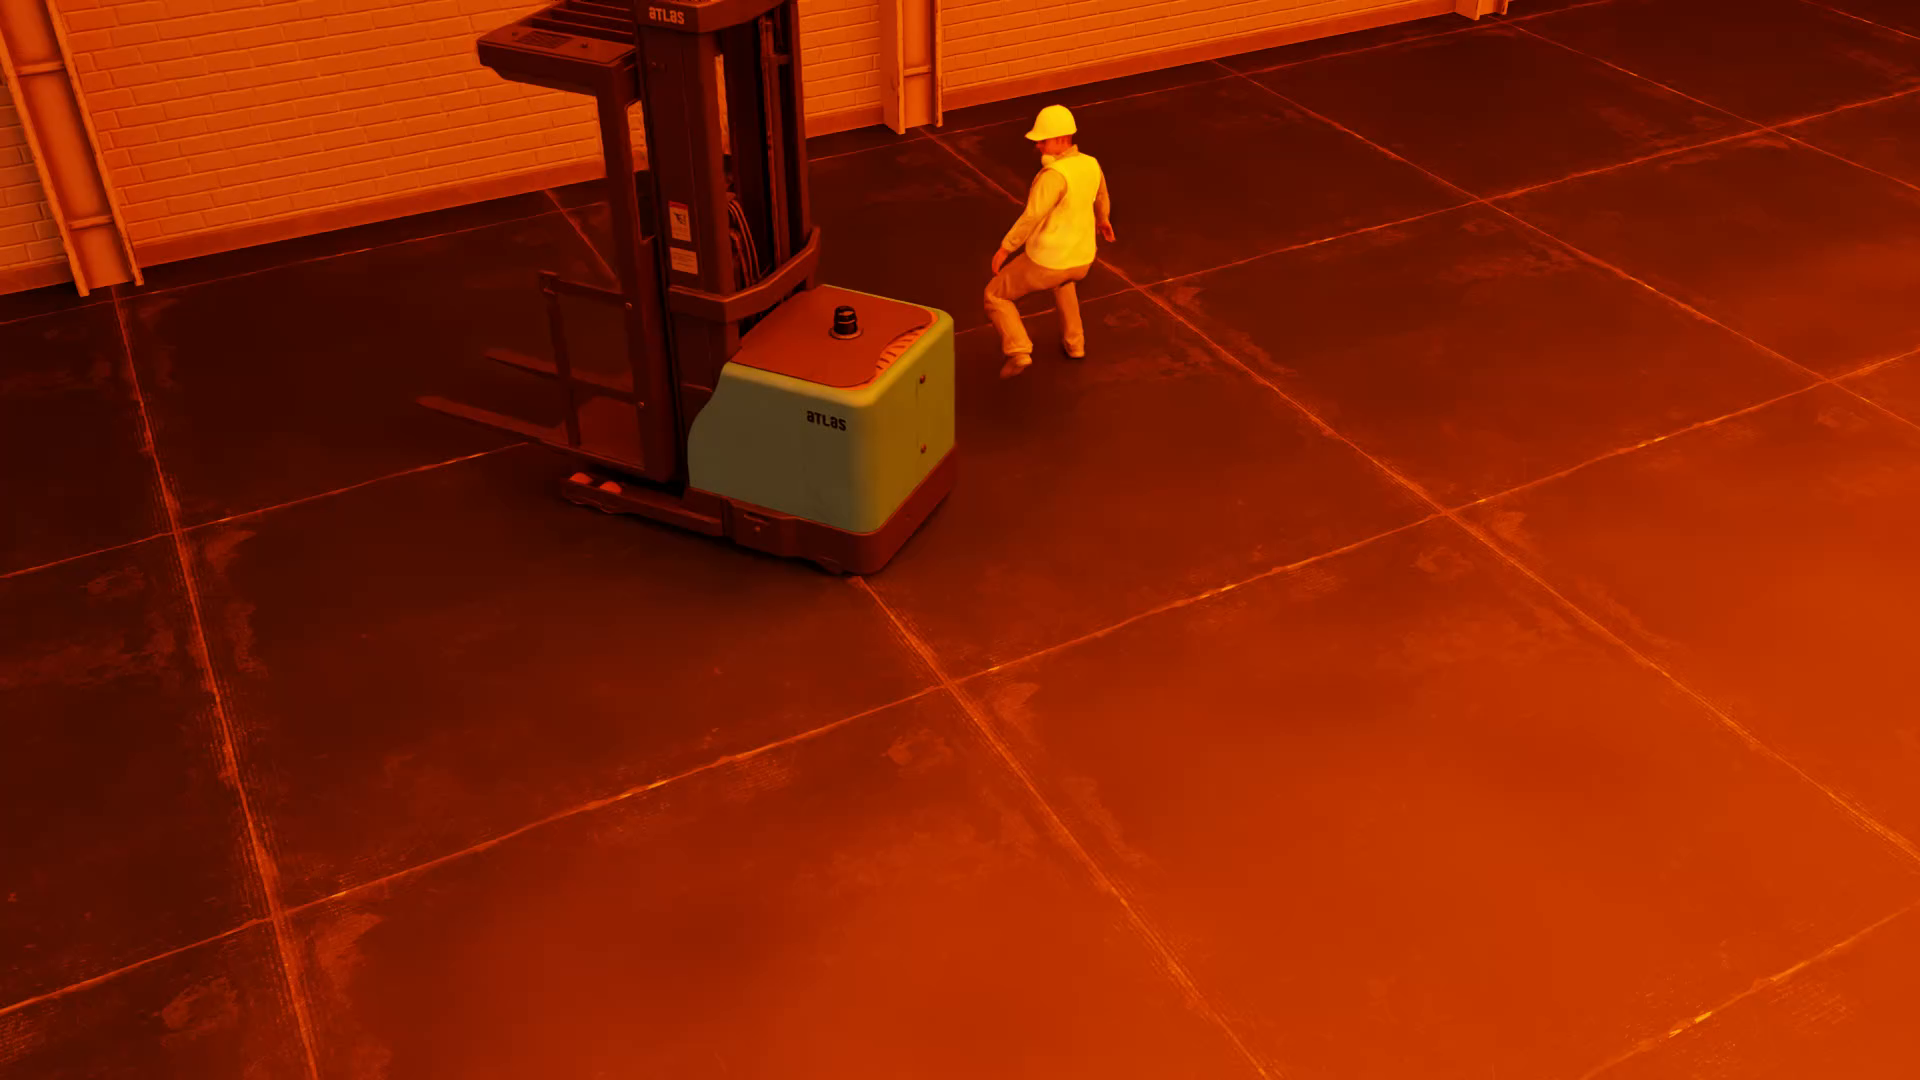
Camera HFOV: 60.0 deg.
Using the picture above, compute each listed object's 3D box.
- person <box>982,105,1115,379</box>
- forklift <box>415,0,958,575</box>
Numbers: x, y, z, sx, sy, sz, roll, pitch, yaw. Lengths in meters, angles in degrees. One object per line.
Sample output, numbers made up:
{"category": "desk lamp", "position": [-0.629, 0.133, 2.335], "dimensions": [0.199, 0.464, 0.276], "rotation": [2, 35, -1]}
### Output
{"category": "person", "position": [0.558, -1.734, 9.740], "dimensions": [1.047, 1.653, 0.503], "rotation": [-26, 43, -32]}
{"category": "forklift", "position": [-1.571, -1.596, 8.381], "dimensions": [3.031, 2.935, 1.130], "rotation": [15, 38, 21]}
